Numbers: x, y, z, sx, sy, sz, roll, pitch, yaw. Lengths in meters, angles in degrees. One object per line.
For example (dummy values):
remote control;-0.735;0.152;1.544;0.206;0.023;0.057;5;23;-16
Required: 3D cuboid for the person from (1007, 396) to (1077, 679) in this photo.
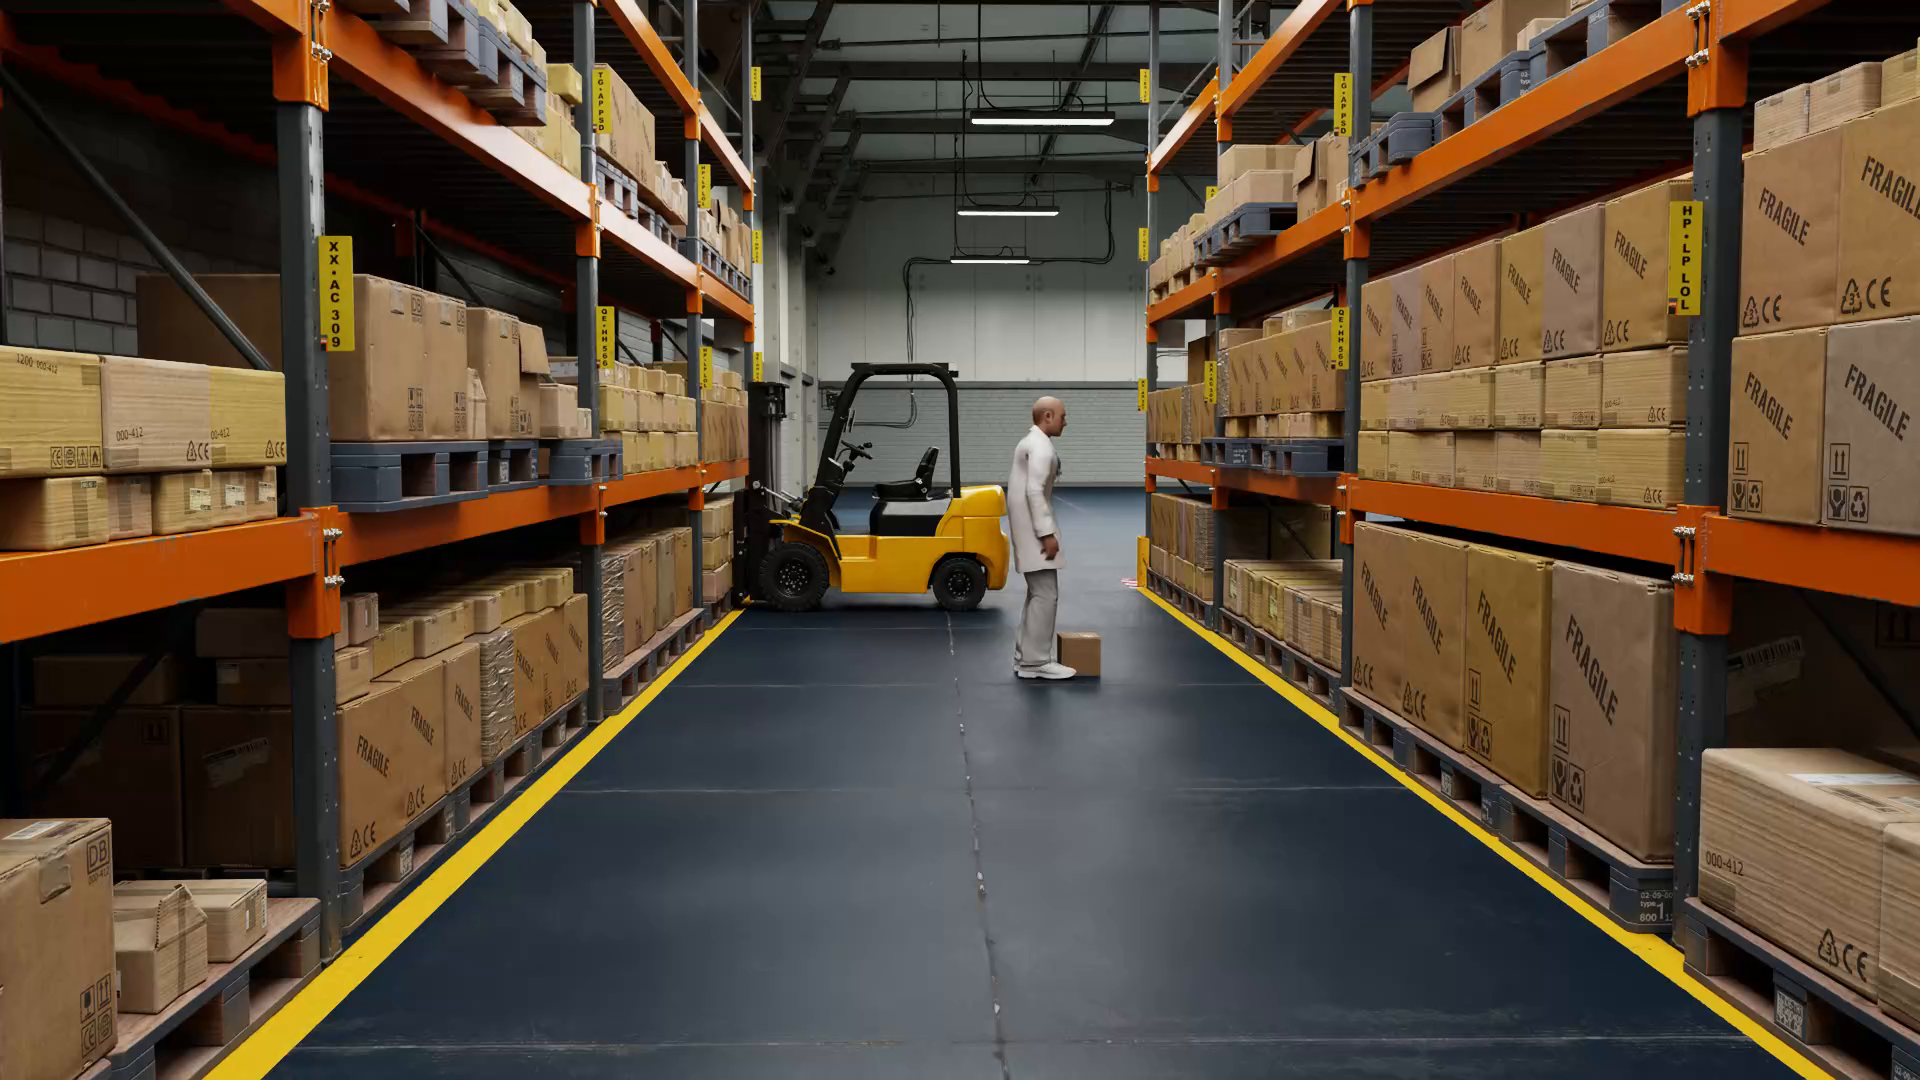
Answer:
person;0.515;-0.026;10.605;0.416;1.774;0.643;0;4;-2
